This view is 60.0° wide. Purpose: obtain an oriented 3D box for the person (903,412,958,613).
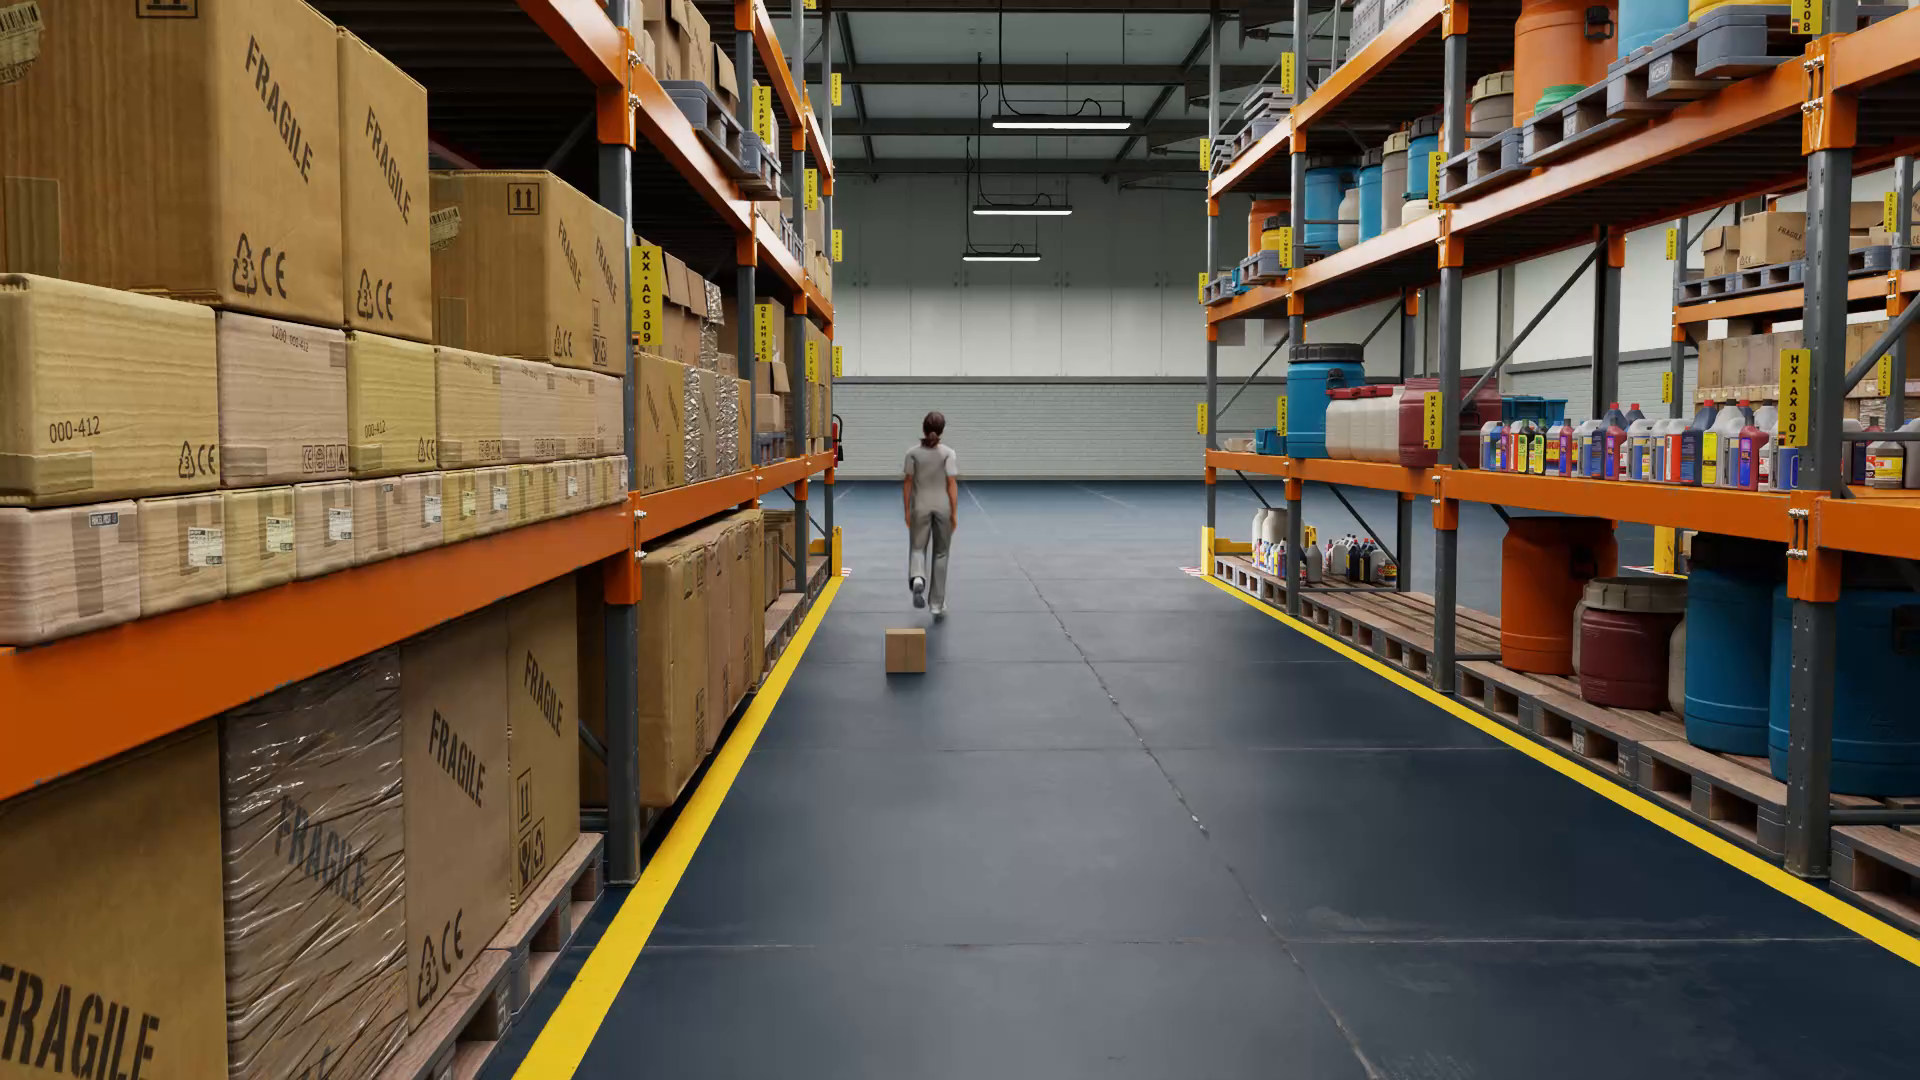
[{"bbox_3d":[-0.240,-0.212,13.465,0.449,1.644,0.734,0,4,5],"label":"person"}]
